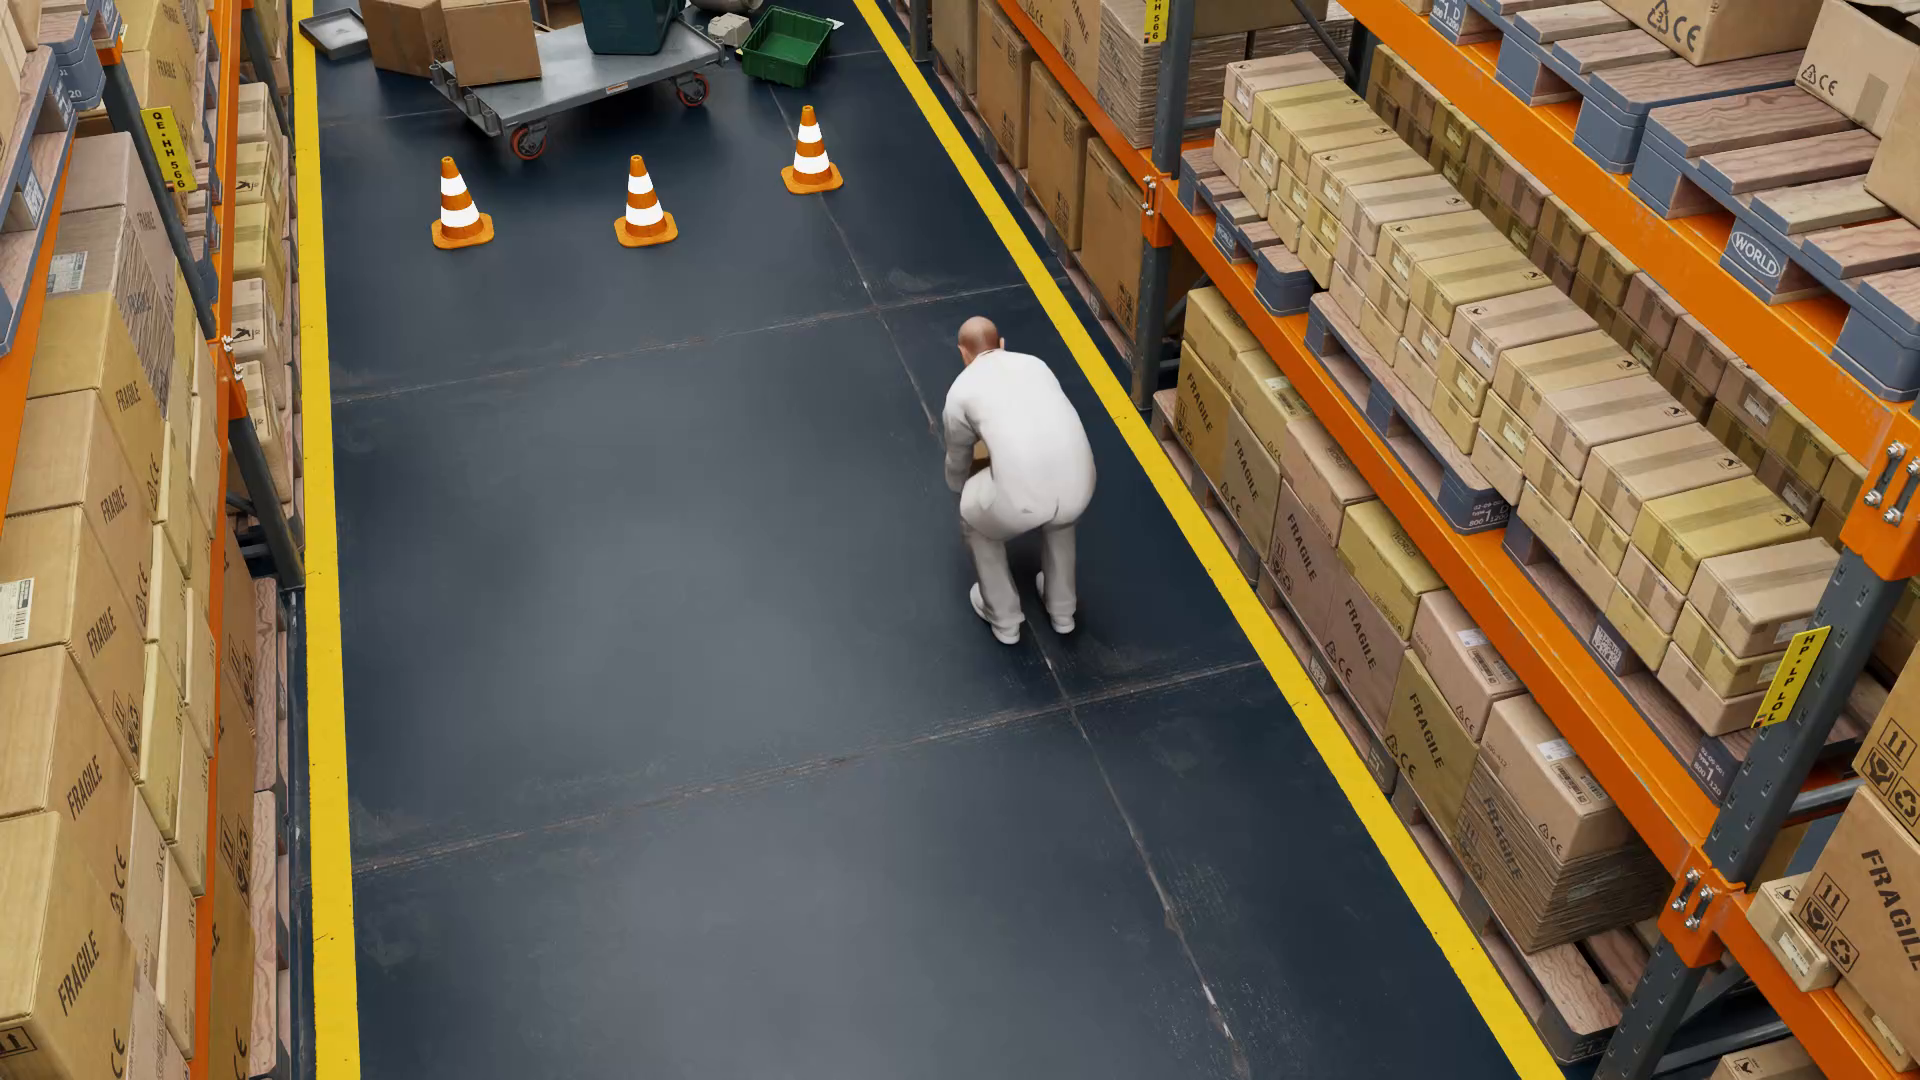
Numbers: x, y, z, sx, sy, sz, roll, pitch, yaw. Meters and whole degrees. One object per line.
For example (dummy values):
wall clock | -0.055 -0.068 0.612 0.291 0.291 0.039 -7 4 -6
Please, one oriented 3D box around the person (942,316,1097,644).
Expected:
person | 0.218 -0.237 6.902 0.583 1.160 0.934 -14 43 -15
